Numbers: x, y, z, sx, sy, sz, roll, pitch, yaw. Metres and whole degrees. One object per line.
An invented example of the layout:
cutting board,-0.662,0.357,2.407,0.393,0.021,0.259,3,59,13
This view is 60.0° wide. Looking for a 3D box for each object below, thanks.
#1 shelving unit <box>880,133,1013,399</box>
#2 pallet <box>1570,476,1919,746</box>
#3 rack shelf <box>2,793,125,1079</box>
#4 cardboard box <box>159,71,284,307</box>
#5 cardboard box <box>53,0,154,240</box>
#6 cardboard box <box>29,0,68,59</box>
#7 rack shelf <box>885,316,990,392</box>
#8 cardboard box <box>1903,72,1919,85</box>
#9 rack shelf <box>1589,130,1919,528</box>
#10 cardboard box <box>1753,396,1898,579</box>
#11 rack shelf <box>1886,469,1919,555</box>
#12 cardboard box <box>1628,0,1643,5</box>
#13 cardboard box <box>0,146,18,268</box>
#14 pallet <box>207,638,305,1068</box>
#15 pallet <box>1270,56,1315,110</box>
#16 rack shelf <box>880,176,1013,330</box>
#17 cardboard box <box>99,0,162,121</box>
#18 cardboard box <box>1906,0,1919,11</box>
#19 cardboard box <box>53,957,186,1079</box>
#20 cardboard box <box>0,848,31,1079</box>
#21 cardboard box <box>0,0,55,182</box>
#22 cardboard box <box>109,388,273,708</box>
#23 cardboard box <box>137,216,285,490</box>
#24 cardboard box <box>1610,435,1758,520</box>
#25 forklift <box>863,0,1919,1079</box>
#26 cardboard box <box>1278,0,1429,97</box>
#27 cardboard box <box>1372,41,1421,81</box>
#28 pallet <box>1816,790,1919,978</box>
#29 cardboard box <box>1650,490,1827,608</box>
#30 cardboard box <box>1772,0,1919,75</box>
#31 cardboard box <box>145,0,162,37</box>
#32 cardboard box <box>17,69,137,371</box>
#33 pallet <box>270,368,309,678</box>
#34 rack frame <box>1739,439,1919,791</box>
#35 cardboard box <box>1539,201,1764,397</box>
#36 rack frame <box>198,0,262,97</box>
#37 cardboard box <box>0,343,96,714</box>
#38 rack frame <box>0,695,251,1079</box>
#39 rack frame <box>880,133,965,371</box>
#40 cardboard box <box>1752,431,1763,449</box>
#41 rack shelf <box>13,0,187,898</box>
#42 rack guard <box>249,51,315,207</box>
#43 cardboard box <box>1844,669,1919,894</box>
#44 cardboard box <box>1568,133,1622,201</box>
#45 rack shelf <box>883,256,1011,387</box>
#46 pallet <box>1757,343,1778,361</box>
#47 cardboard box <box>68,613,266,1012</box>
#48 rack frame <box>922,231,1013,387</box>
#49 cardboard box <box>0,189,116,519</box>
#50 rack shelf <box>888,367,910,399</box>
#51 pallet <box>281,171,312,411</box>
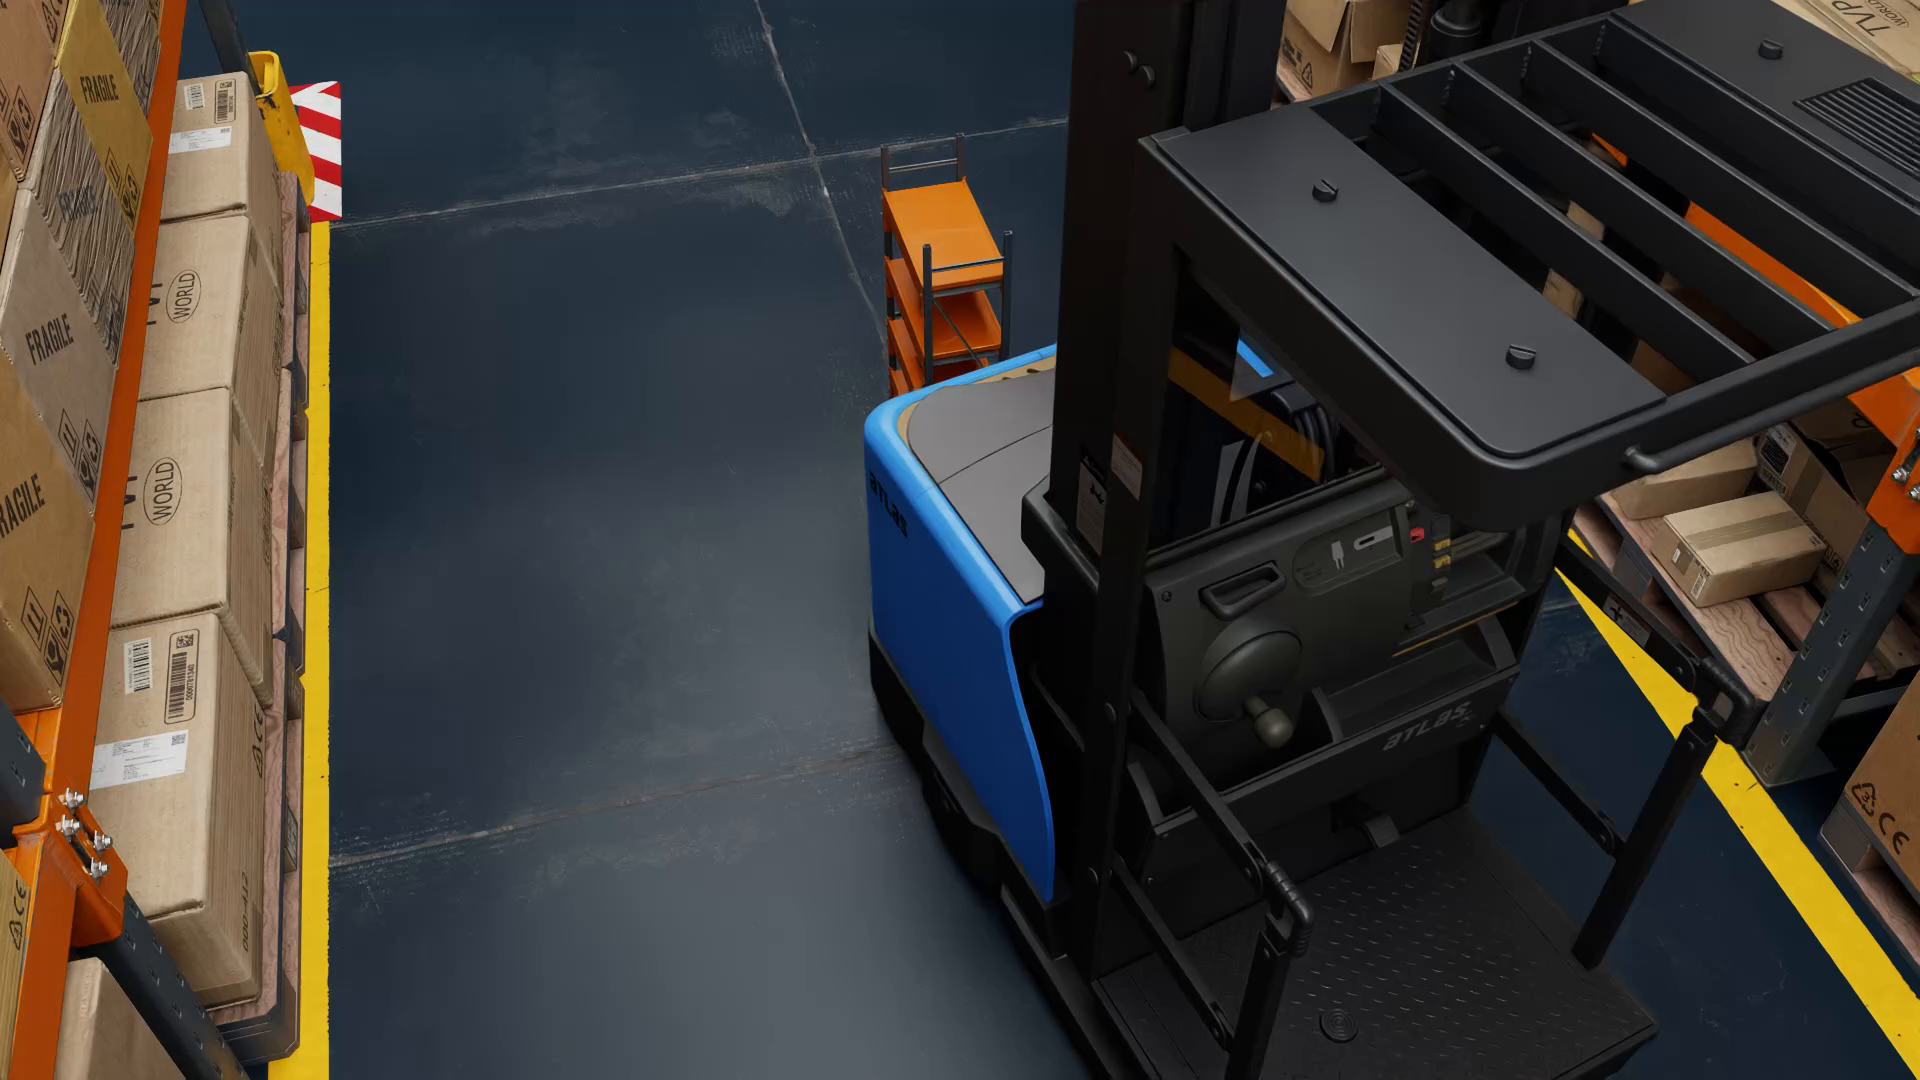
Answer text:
shelving unit,-0.042,-0.534,4.933,0.258,1.200,0.503,-11,47,-10
pallet,2.507,0.006,5.096,1.003,0.211,1.213,-11,47,-10
rack shelf,-1.603,2.047,1.647,1.077,0.370,4.000,-11,47,-10
cardboard box,-2.874,-1.160,5.786,0.875,0.438,0.875,-12,47,-12
cardboard box,-2.360,-1.041,4.100,0.500,0.500,0.500,-9,46,-9
cardboard box,-2.373,-1.398,3.749,0.500,0.500,0.500,-11,47,-11
rack shelf,-0.042,-0.487,4.982,0.258,0.148,0.480,-11,47,-10
cardboard box,2.316,-0.854,3.884,0.500,0.250,0.500,-10,46,-9
rack shelf,2.170,-1.625,5.246,1.077,0.370,4.000,-11,47,-10
cardboard box,2.741,-0.201,4.935,0.500,0.311,0.500,-9,46,-9
rack shelf,3.194,1.137,2.539,1.077,0.370,4.000,-11,47,-10
cardboard box,2.058,-1.544,4.560,0.500,0.250,0.500,-11,47,-11
cardboard box,-2.126,-0.693,3.059,0.500,0.500,0.500,-11,47,-11
pallet,-2.234,0.851,4.268,1.003,0.211,1.213,-11,47,-10
pallet,1.883,-1.678,6.747,1.003,0.211,1.213,-11,47,-10
rack shelf,-0.042,-0.809,4.653,0.258,0.148,0.480,-11,47,-10
cardboard box,-2.505,-1.395,4.447,0.500,0.500,0.500,-9,46,-9
cardboard box,2.681,-1.283,4.304,0.500,0.250,0.500,-11,47,-11
cardboard box,-1.879,1.425,2.947,0.875,0.875,0.875,-9,46,-9
cardboard box,-1.757,0.731,2.539,0.500,0.250,0.500,-12,47,-11
cardboard box,-2.246,-1.049,3.408,0.500,0.500,0.500,-10,46,-10
cardboard box,-2.402,0.093,4.558,0.875,0.438,0.875,-12,47,-11
cardboard box,-2.631,-0.530,5.169,0.875,0.438,0.875,-10,46,-9
cardboard box,2.164,-0.263,5.028,0.396,0.266,0.258,-9,46,-9
forklift,0.868,0.179,3.023,1.130,2.935,3.031,-20,49,-19
cardboard box,1.723,-2.091,6.653,0.797,0.503,0.637,-12,47,-12
cardboard box,1.904,-1.492,6.068,0.700,0.500,0.500,-9,46,-9
pallet,2.927,1.035,4.088,1.003,0.211,1.213,-11,47,-10
cardboard box,2.256,0.024,4.828,0.380,0.149,0.250,-12,47,-12
cardboard box,2.173,-1.197,4.220,0.500,0.250,0.500,-11,47,-10
cardboard box,-2.646,-1.748,4.793,0.500,0.500,0.500,-12,47,-11
cardboard box,-2.228,-0.685,3.751,0.500,0.500,0.500,-10,47,-10
pallet,-2.550,0.007,5.095,1.003,0.211,1.213,-11,47,-10
rack frame,2.682,-0.496,3.635,1.000,3.000,0.127,-11,47,-10
cardboard box,2.170,-0.776,5.366,0.700,0.500,0.500,-12,47,-12
rack frame,-3.139,-2.347,5.450,1.000,3.000,0.127,-11,47,-10
cardboard box,-1.982,0.008,3.072,0.500,0.500,0.500,-9,46,-9
rack frame,-2.112,0.414,2.744,0.949,2.616,0.053,-11,47,-10
rack frame,-0.105,-0.703,5.099,0.240,1.200,0.015,-11,47,-10
cardboard box,2.630,-0.443,5.286,0.380,0.149,0.250,-11,47,-11
rack shelf,-2.627,-0.714,4.354,1.077,0.370,4.000,-11,47,-10
rack guard,-3.145,-1.489,6.359,1.175,0.500,0.348,-11,47,-10
cardboard box,2.588,0.607,4.011,0.500,0.500,0.500,-9,46,-9
cardboard box,1.943,-1.109,5.693,0.500,0.500,0.500,-10,46,-10
rack shelf,-0.042,-0.644,4.822,0.258,0.148,0.480,-11,47,-10
pallet,2.191,-0.838,5.923,1.003,0.211,1.213,-11,47,-10
cardboard box,-2.172,0.711,3.953,0.875,0.438,0.875,-11,47,-11
rack frame,0.020,-0.366,4.768,0.240,1.200,0.015,-11,47,-10
cardboard box,-2.107,-0.340,3.413,0.500,0.500,0.500,-10,47,-10
rack shelf,-0.042,-0.348,5.123,0.258,0.148,0.480,-11,47,-10
pallet,-2.859,-0.833,5.919,1.003,0.211,1.213,-11,47,-10
